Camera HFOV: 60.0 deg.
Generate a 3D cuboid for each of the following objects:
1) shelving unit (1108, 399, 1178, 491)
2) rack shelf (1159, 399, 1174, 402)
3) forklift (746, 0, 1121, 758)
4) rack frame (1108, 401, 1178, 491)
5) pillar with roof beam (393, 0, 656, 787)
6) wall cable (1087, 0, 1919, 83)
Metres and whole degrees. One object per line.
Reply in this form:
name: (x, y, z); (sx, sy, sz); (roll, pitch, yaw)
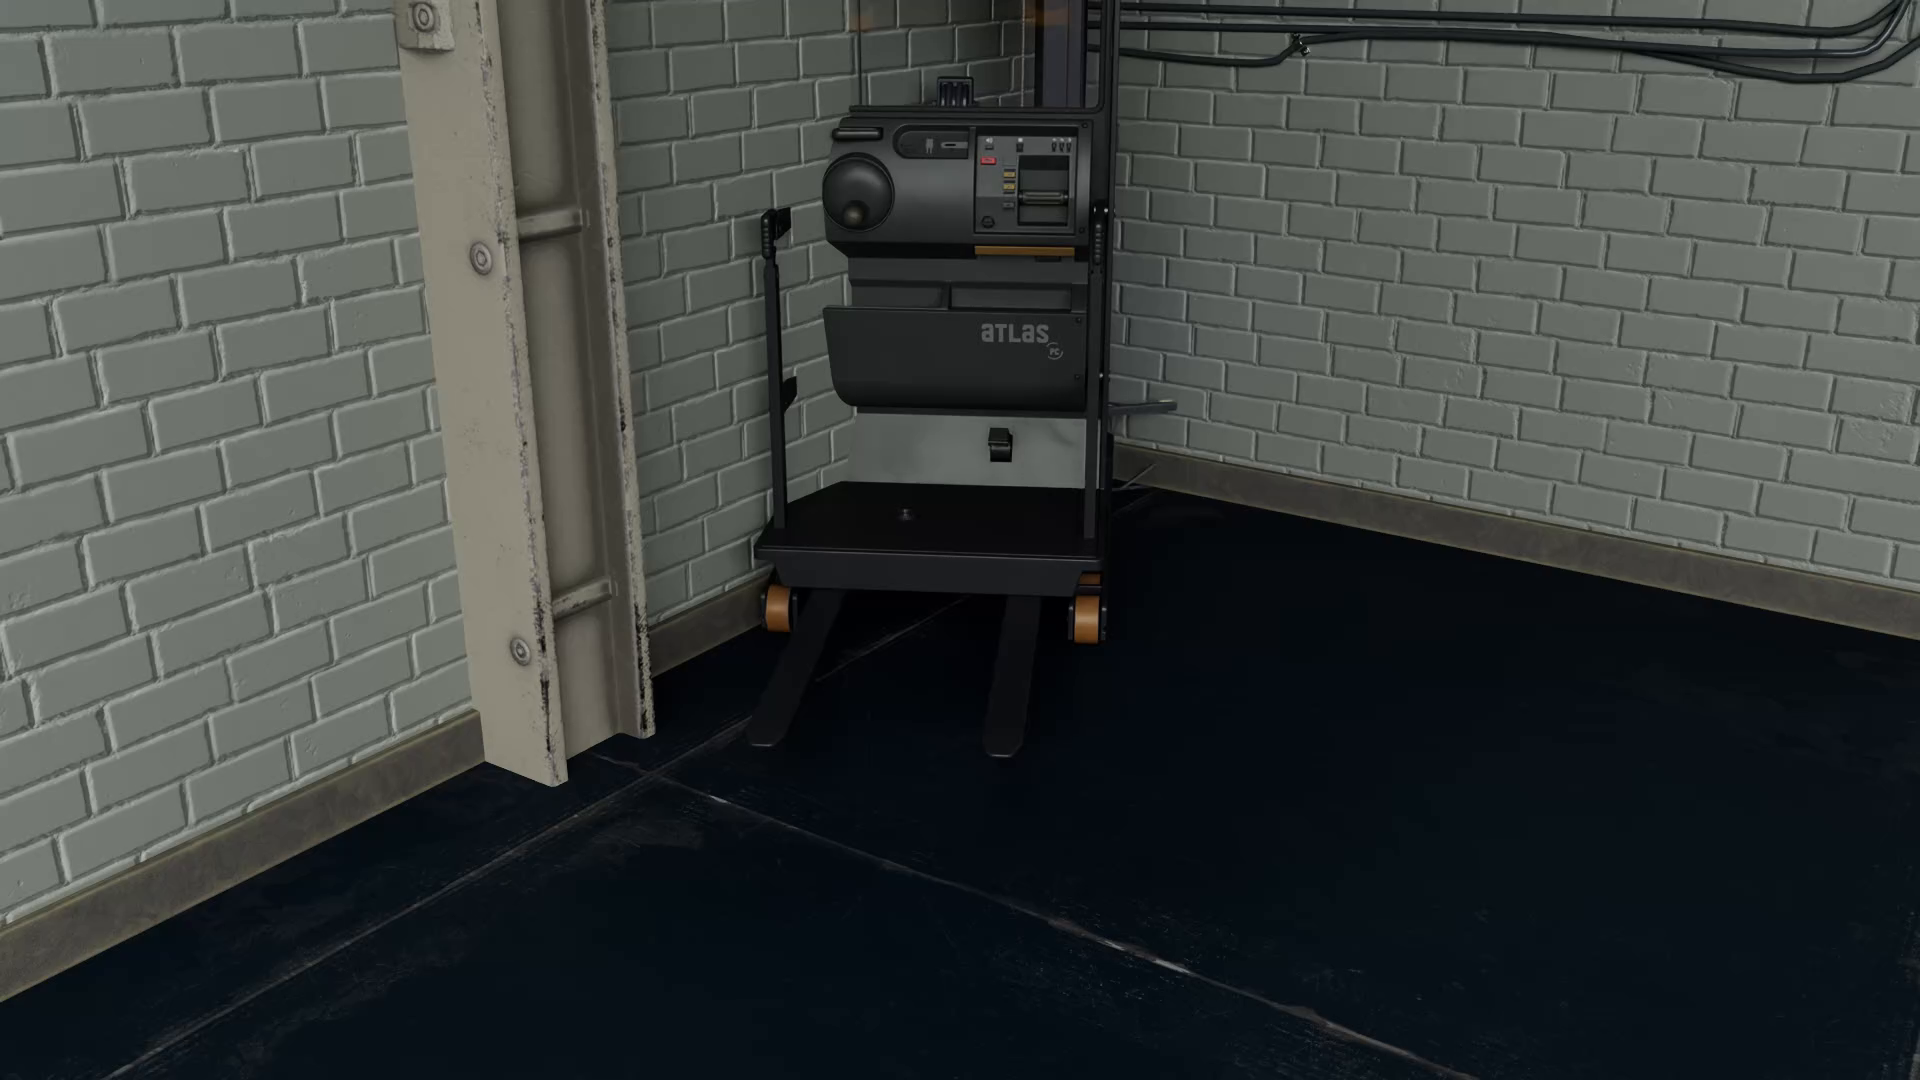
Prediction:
shelving unit: (0.500, -0.514, 7.044); (1.500, 0.431, 0.755); (-6, 28, -16)
rack shelf: (0.873, -0.552, 7.153); (0.370, 0.431, 0.720); (-6, 28, -16)
forklift: (-0.059, -1.159, 5.172); (1.130, 2.935, 3.031); (2, 20, 5)
rack frame: (0.607, -0.354, 6.733); (1.500, 0.400, 0.023); (-6, 28, -16)
pillar with roof beam: (2.453, -2.803, 0.872); (9.100, 9.000, 0.400); (13, 24, 32)
wall cable: (1.643, -2.774, 5.268); (3.097, 2.526, 0.112); (13, 24, 32)
